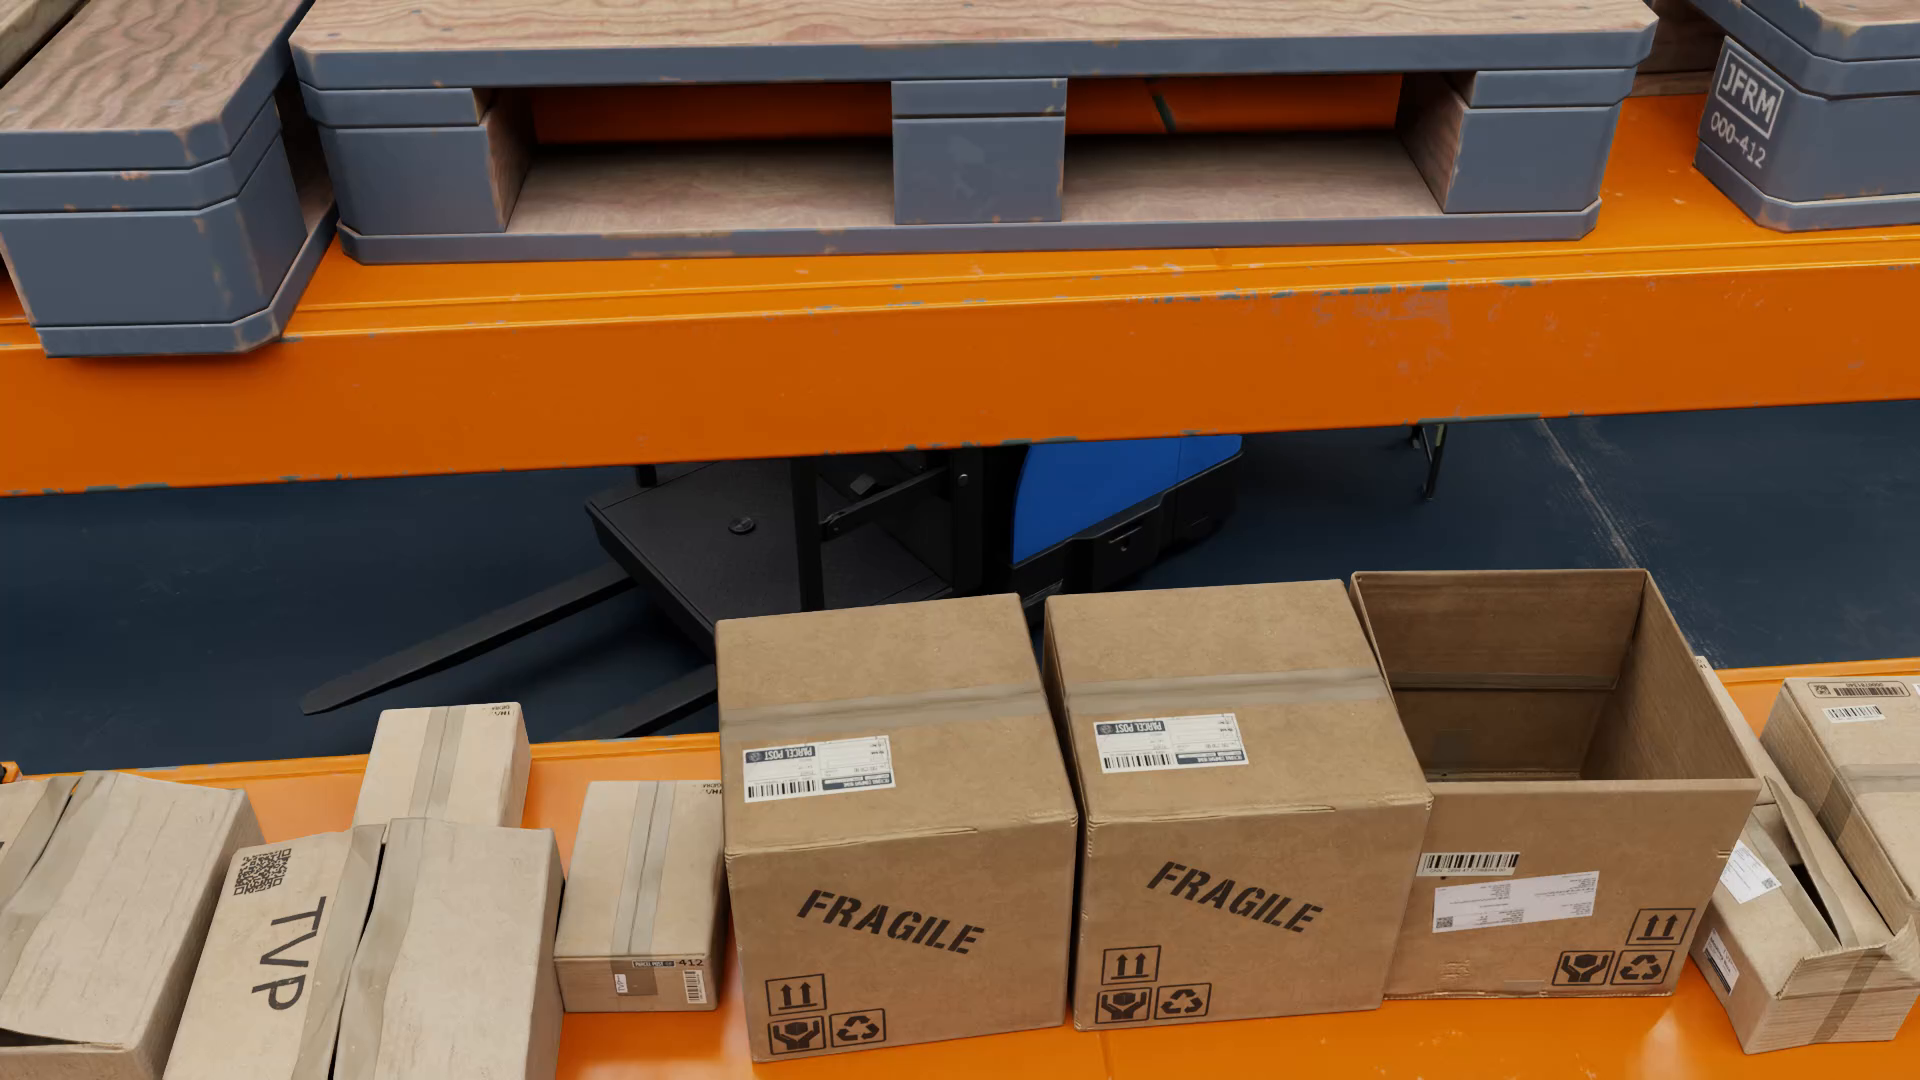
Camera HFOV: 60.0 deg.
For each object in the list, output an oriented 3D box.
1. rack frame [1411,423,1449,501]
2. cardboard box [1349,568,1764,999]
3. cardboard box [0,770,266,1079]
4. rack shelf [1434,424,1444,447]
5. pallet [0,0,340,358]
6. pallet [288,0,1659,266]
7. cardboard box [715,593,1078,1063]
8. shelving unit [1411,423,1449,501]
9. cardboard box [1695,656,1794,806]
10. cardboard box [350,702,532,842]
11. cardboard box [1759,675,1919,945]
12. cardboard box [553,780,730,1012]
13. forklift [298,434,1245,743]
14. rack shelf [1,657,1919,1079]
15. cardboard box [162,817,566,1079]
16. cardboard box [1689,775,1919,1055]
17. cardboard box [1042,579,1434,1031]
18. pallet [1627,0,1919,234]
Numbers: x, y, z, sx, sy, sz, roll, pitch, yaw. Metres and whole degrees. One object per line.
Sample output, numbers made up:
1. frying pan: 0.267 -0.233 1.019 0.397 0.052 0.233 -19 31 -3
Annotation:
1. rack frame: 1.687 -0.852 5.619 0.023 1.500 0.400 3 38 3
2. cardboard box: 0.909 0.397 2.745 0.500 0.500 0.500 -1 38 -1
3. cardboard box: -1.418 0.637 2.593 0.500 0.311 0.500 -1 38 -1
4. rack shelf: 1.322 -0.613 5.843 0.720 0.370 0.431 3 38 3
5. pallet: -1.116 -0.601 1.821 1.003 0.211 1.213 -1 38 -2
6. pallet: -0.002 -0.664 1.901 1.213 0.211 1.003 -1 38 -2
7. cardboard box: -0.114 0.453 2.673 0.500 0.500 0.500 -5 39 -6
8. shelving unit: 1.322 -0.869 5.641 0.755 1.500 0.431 3 38 3
9. cardboard box: 1.300 0.396 3.029 0.250 0.149 0.380 -3 38 -4
10. cardboard box: -0.913 0.473 2.931 0.250 0.149 0.380 -3 38 -4
11. cardboard box: 1.714 0.488 2.831 0.500 0.250 0.500 -1 38 -1
12. cardboard box: -0.519 0.589 2.785 0.250 0.149 0.380 0 38 -1
13. forklift: -0.507 -0.910 4.538 3.031 2.935 1.130 -25 45 -29
14. rack shelf: 0.208 0.767 2.937 4.000 0.370 1.077 -3 38 -4
15. cardboard box: -0.876 0.700 2.513 0.500 0.311 0.500 -4 38 -5
16. cardboard box: 1.341 0.590 2.690 0.258 0.266 0.396 -4 38 -5
17. cardboard box: 0.410 0.424 2.710 0.500 0.500 0.500 -3 38 -4
18. pallet: 1.323 -0.671 1.911 1.217 0.209 0.805 -5 39 -6
